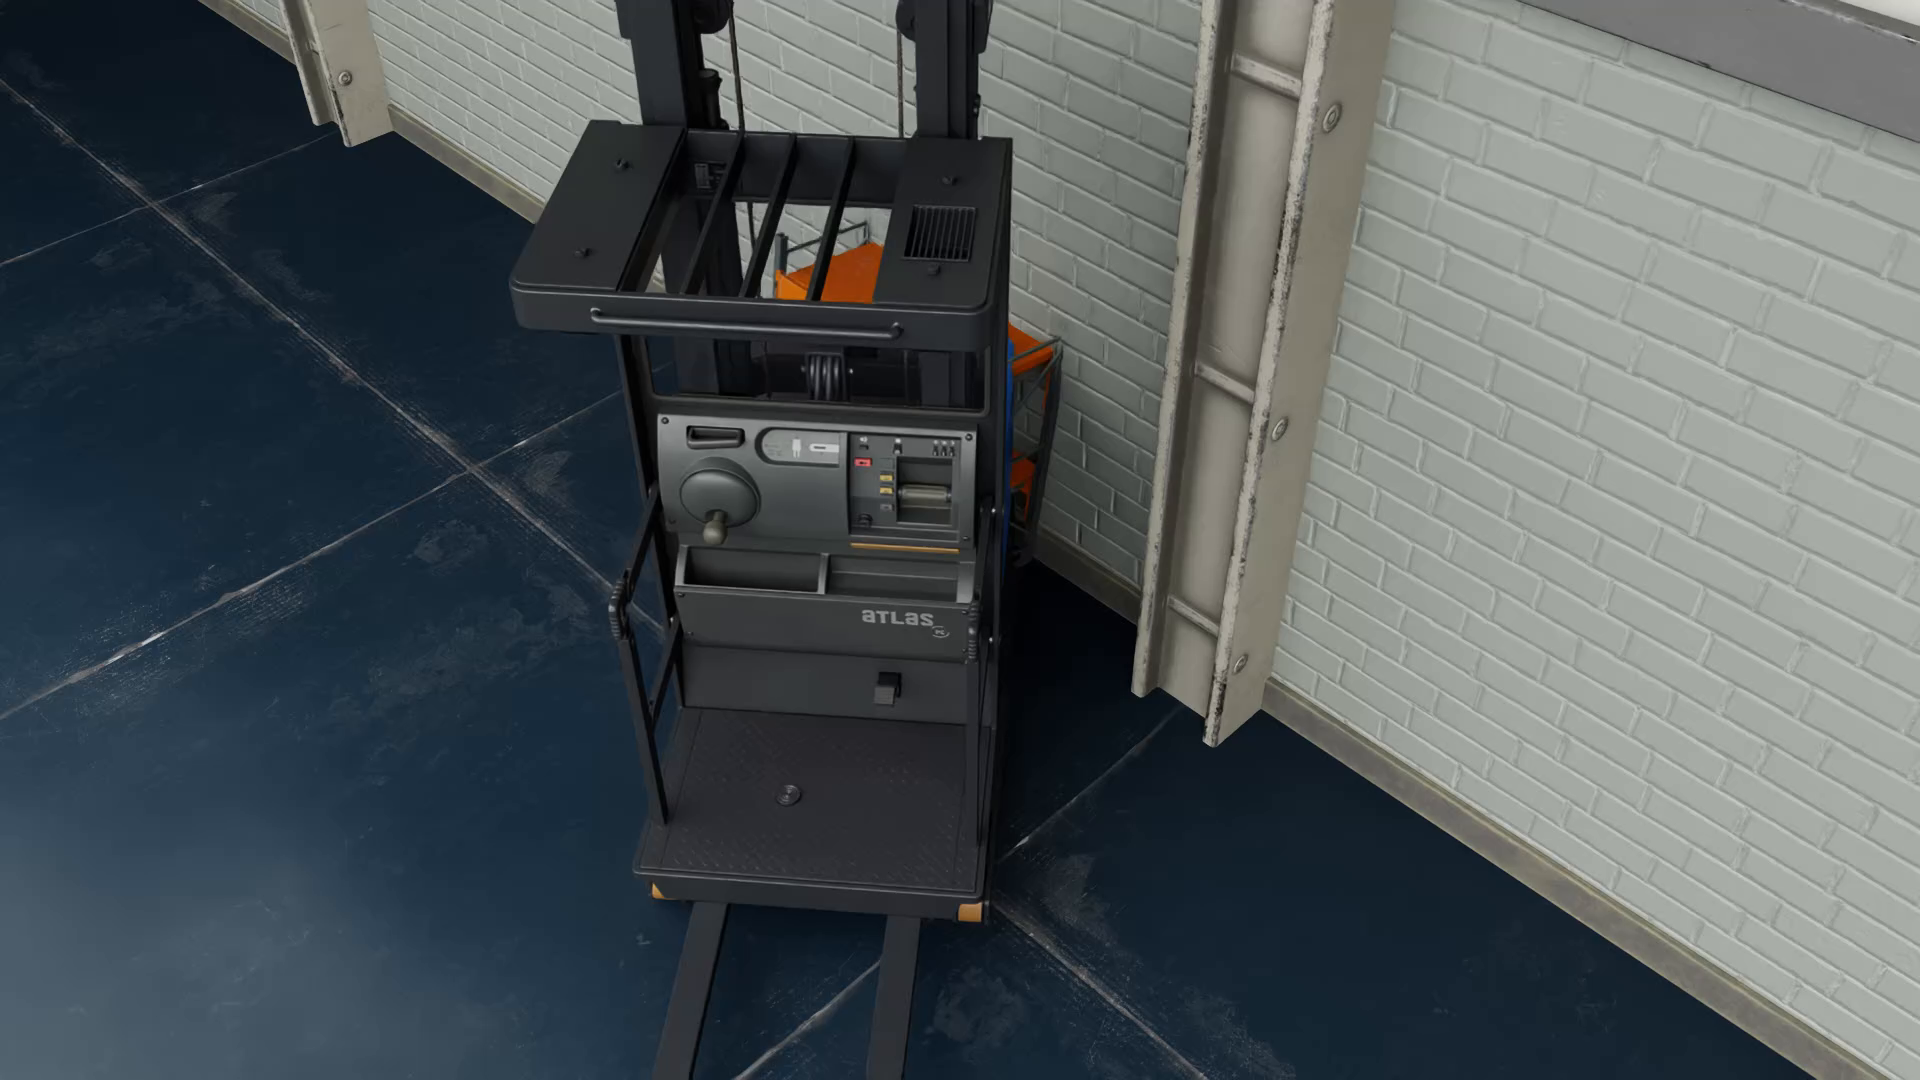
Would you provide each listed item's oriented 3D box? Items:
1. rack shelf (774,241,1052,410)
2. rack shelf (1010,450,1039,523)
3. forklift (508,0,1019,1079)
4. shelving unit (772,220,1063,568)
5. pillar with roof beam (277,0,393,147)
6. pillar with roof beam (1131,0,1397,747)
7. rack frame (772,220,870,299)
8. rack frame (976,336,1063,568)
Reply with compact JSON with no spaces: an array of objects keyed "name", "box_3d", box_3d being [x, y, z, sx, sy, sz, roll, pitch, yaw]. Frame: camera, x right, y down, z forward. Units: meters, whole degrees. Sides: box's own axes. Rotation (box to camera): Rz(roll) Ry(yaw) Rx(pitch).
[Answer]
[{"name":"rack shelf","box_3d":[-0.165,-0.749,6.170,1.000,0.278,0.538,36,46,30]},{"name":"rack shelf","box_3d":[-0.224,-0.333,6.504,1.000,0.278,0.538,36,46,30]},{"name":"forklift","box_3d":[-0.432,-0.081,4.678,1.130,2.935,3.031,3,43,4]},{"name":"shelving unit","box_3d":[-0.197,-0.522,6.352,1.048,1.125,0.538,36,46,30]},{"name":"pillar with roof beam","box_3d":[-6.409,-3.549,3.960,9.100,9.000,0.400,-34,53,-31]},{"name":"pillar with roof beam","box_3d":[-2.172,-0.666,0.840,9.100,9.000,0.400,-34,53,-31]},{"name":"rack frame","box_3d":[-0.555,-0.778,6.607,0.032,1.125,0.500,36,46,30]},{"name":"rack frame","box_3d":[0.161,-0.267,6.097,0.032,1.125,0.500,36,46,30]}]
